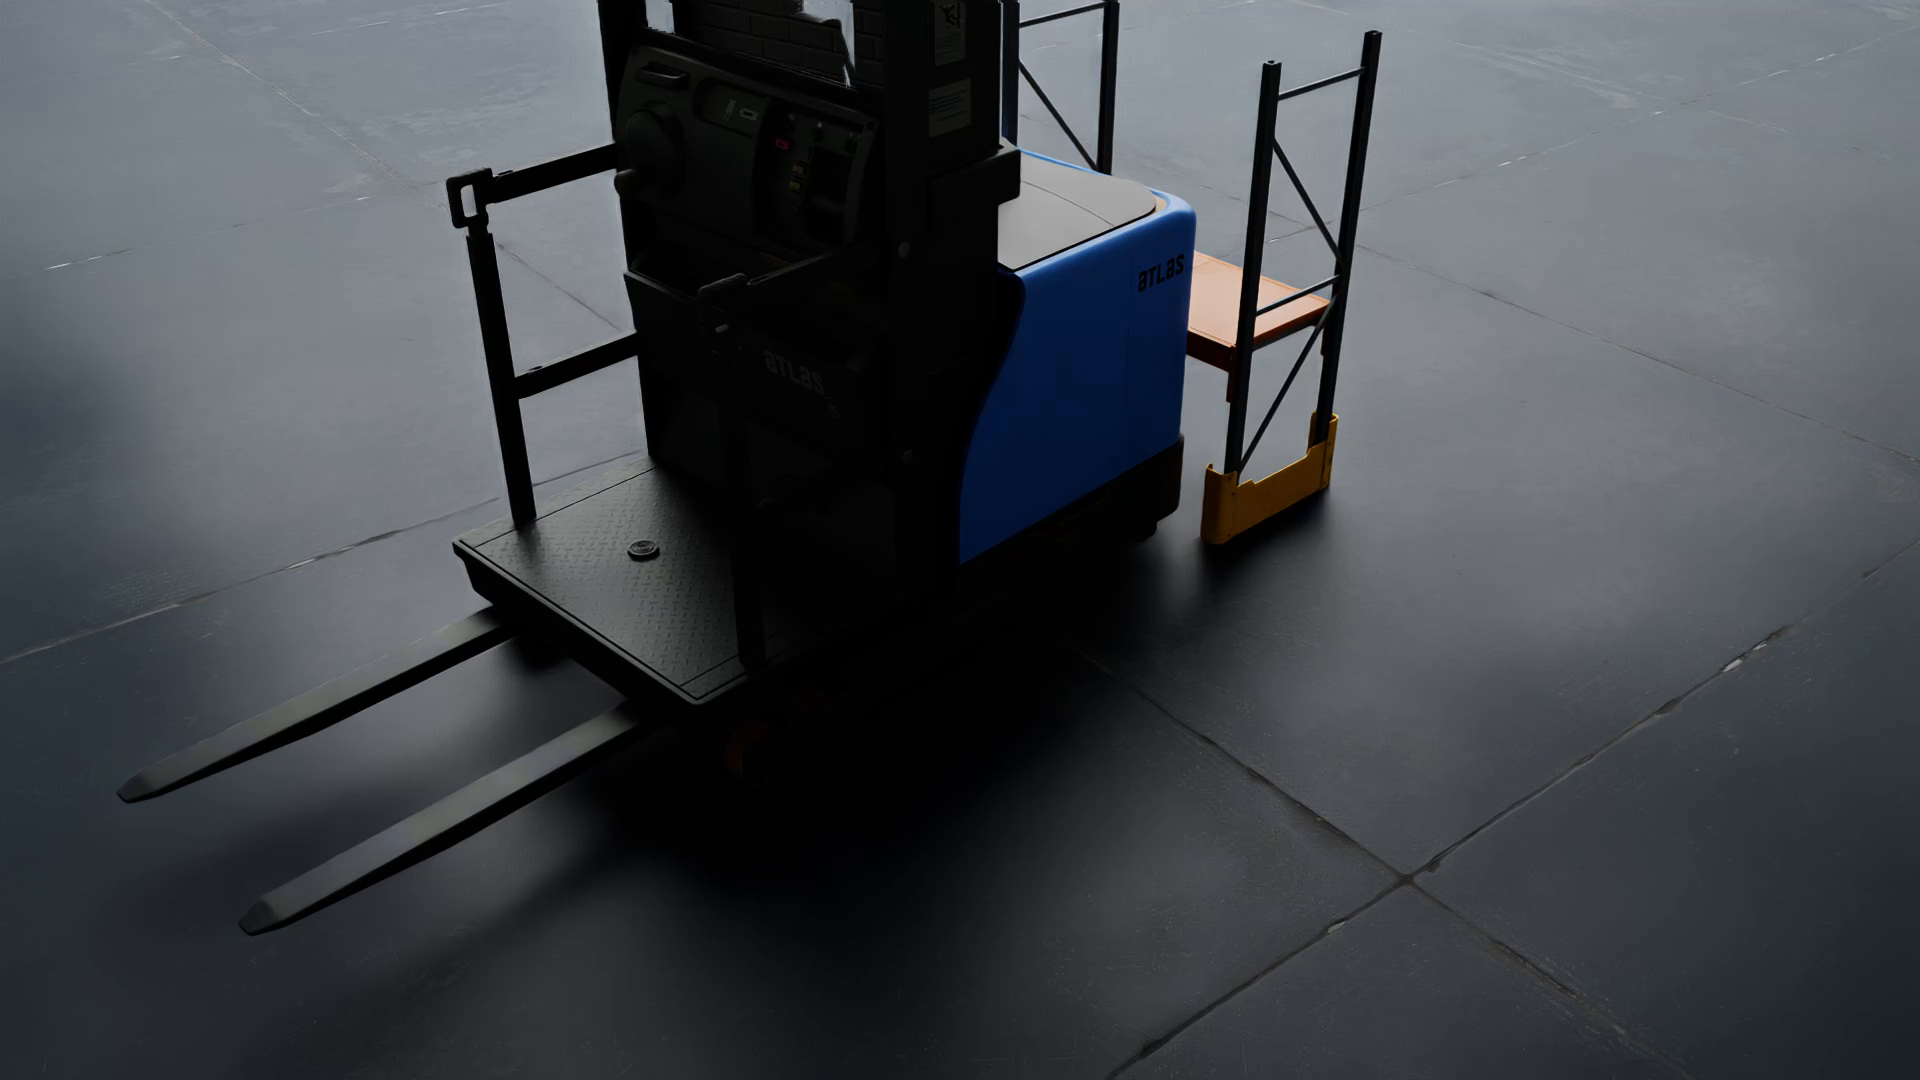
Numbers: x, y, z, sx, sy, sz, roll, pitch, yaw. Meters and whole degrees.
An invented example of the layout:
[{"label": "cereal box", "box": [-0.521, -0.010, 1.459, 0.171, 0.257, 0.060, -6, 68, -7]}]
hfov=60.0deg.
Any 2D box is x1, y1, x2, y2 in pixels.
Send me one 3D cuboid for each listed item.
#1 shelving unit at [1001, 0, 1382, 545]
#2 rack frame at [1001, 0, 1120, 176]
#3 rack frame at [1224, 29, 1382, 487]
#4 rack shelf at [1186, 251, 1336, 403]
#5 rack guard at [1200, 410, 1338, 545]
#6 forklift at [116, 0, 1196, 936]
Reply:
[{"label": "shelving unit", "box": [0.663, -0.933, 5.330, 0.587, 1.500, 1.083, -26, 40, -35]}, {"label": "rack frame", "box": [0.328, -1.128, 5.645, 0.500, 1.500, 0.032, -26, 40, -35]}, {"label": "rack frame", "box": [1.010, -0.731, 5.005, 0.500, 1.500, 0.032, -26, 40, -35]}, {"label": "rack shelf", "box": [0.669, -0.777, 5.420, 0.538, 0.185, 1.000, -26, 40, -35]}, {"label": "rack guard", "box": [0.997, -0.207, 5.347, 0.587, 0.250, 0.087, -26, 40, -35]}, {"label": "forklift", "box": [-0.684, -0.924, 3.959, 1.130, 2.935, 3.031, 27, 41, 36]}]
